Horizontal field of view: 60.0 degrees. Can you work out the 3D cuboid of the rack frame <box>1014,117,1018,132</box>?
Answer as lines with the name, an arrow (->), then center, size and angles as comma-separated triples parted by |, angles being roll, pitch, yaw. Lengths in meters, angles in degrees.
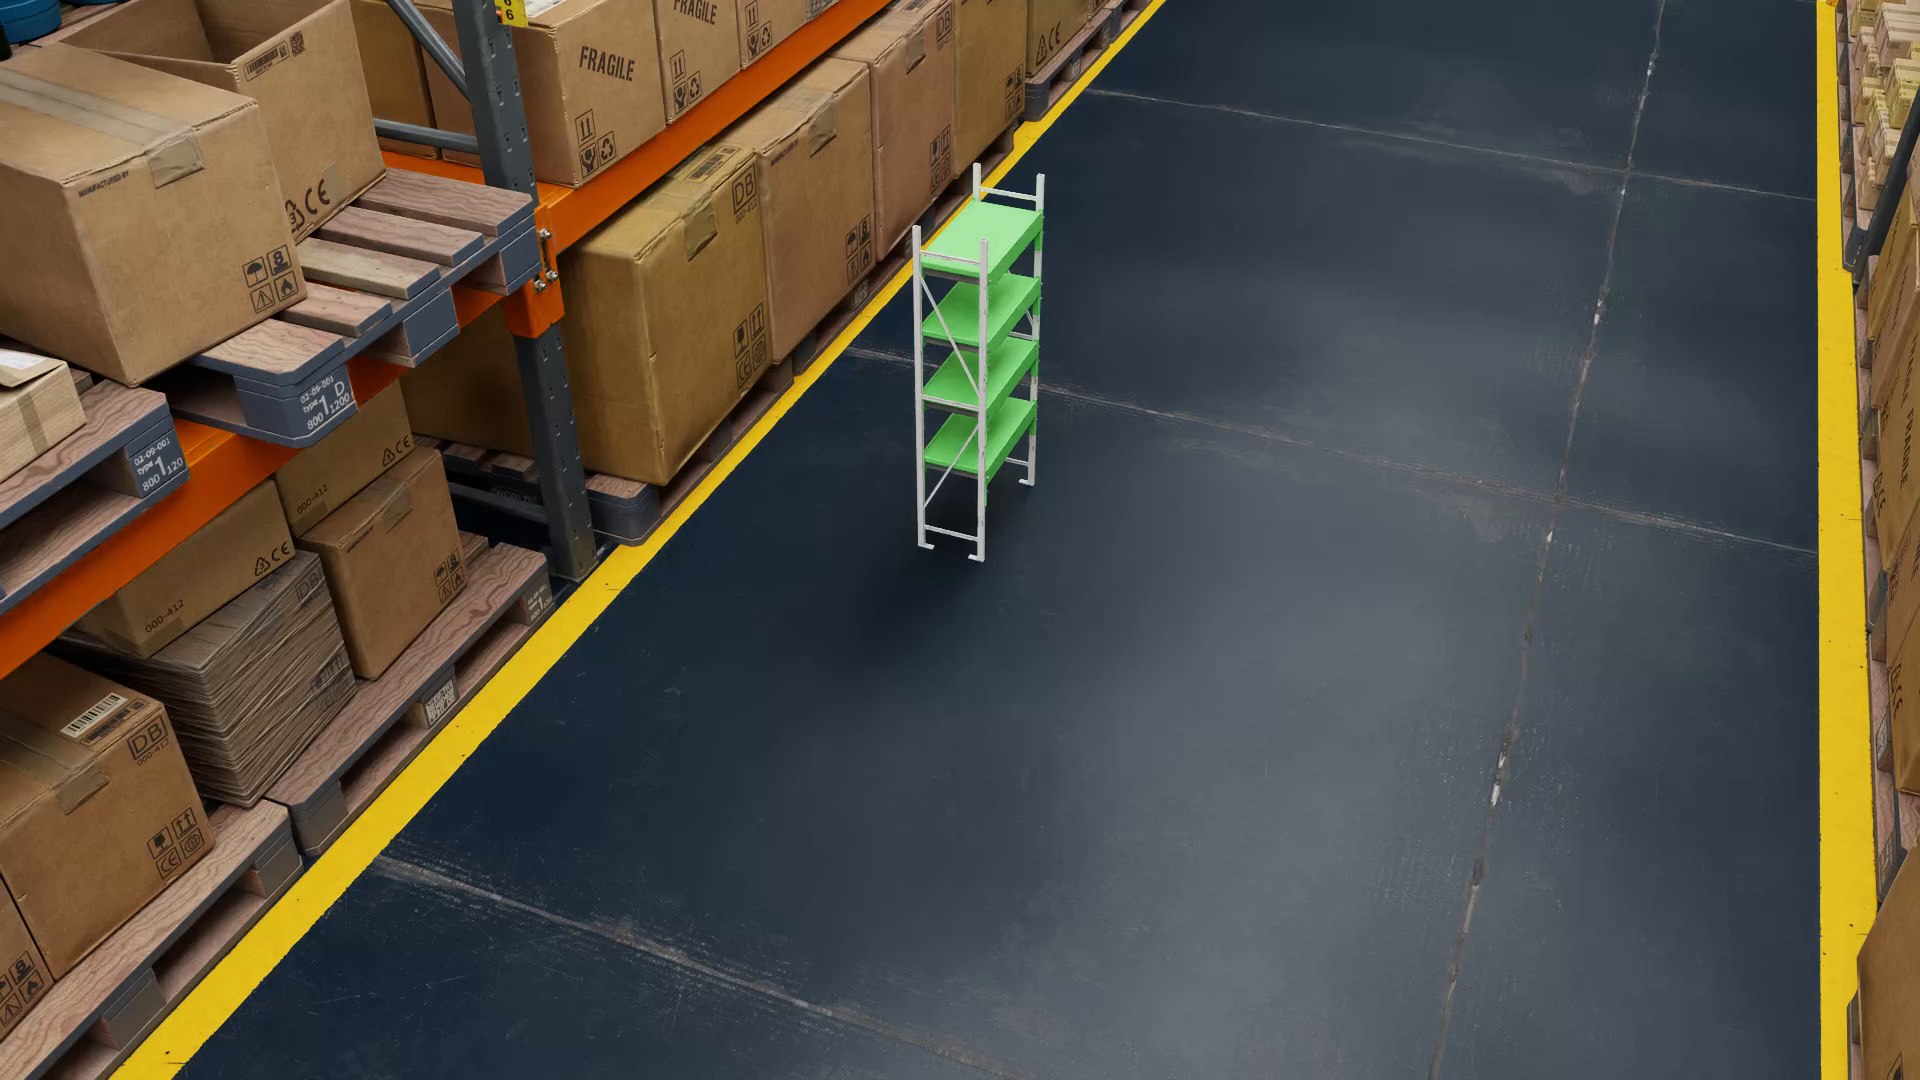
rack frame -> -0.185, -3.413, 7.810 | 1.000, 3.000, 0.127 | 14, 39, 18

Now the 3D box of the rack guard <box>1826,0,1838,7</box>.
rack guard -> 5.856, -3.398, 9.879 | 1.175, 0.500, 0.348 | 14, 39, 18

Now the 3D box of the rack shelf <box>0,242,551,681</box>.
rack shelf -> -2.468, 0.197, 3.581 | 1.077, 0.370, 4.000 | 14, 39, 18

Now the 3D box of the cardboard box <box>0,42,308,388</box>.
cardboard box -> -1.996, -0.766, 3.836 | 0.700, 0.500, 0.500 | 20, 41, 24

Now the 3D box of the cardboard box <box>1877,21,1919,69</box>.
cardboard box -> 4.595, -2.335, 7.901 | 0.380, 0.149, 0.250 | 12, 38, 16

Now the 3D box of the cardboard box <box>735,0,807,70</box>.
cardboard box -> -0.885, -2.016, 5.858 | 0.500, 0.500, 0.500 | 13, 39, 17

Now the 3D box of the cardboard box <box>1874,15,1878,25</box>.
cardboard box -> 5.070, -2.669, 8.845 | 0.380, 0.149, 0.250 | 14, 39, 18

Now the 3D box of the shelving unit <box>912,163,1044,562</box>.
shelving unit -> 0.063, -0.572, 5.513 | 0.258, 1.200, 0.503 | 14, 39, 18

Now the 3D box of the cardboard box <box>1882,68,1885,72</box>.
cardboard box -> 4.752, -2.330, 8.144 | 0.380, 0.149, 0.250 | 12, 38, 16

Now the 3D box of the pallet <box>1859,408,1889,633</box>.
pallet -> 3.605, -0.001, 5.575 | 1.003, 0.211, 1.213 | 14, 39, 18

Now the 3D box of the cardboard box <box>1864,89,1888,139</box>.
cardboard box -> 4.366, -1.924, 7.601 | 0.380, 0.149, 0.250 | 13, 39, 16

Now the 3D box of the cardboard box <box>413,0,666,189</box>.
cardboard box -> -1.271, -1.445, 5.095 | 0.500, 0.500, 0.500 | 15, 39, 19

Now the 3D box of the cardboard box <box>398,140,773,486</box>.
cardboard box -> -1.426, -0.893, 5.863 | 1.225, 0.875, 0.875 | 12, 38, 16

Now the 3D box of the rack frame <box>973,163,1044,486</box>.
rack frame -> 0.156, -0.707, 5.694 | 0.240, 1.200, 0.015 | 14, 39, 18

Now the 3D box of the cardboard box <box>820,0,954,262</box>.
cardboard box -> -0.750, -1.876, 7.178 | 1.225, 0.875, 0.875 | 13, 39, 16

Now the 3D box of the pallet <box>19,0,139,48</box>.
pallet -> -5.098, -3.006, 9.596 | 1.003, 0.211, 1.213 | 14, 39, 18

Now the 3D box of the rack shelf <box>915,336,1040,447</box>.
rack shelf -> 0.063, -0.521, 5.552 | 0.258, 0.148, 0.480 | 14, 39, 18

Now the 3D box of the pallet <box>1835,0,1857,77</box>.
pallet -> 5.514, -2.841, 9.374 | 1.003, 0.211, 1.213 | 14, 39, 18

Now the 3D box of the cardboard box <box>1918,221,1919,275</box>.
cardboard box -> 3.637, -1.050, 5.760 | 0.500, 0.250, 0.500 | 15, 39, 19

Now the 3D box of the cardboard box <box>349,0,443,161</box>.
cardboard box -> -1.749, -1.568, 5.259 | 0.500, 0.500, 0.500 | 15, 39, 19

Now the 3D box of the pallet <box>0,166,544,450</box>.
pallet -> -1.880, -0.702, 4.344 | 1.213, 0.211, 1.003 | 14, 39, 18

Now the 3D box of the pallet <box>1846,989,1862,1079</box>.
pallet -> 2.471, 1.524, 3.535 | 1.003, 0.211, 1.213 | 14, 39, 18

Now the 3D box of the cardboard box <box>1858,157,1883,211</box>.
cardboard box -> 4.197, -1.548, 7.346 | 0.380, 0.149, 0.250 | 14, 39, 18

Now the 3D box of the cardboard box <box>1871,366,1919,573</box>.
cardboard box -> 3.237, -0.186, 5.231 | 0.500, 0.500, 0.500 | 12, 38, 16

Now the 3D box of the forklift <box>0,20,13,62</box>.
forklift -> -3.692, -1.241, 4.962 | 1.130, 2.935, 3.031 | 15, 39, 19

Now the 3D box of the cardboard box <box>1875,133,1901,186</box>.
cardboard box -> 4.189, -1.619, 7.193 | 0.380, 0.149, 0.250 | 15, 39, 19

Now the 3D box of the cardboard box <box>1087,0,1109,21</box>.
cardboard box -> 0.482, -3.575, 9.452 | 0.875, 0.875, 0.875 | 14, 39, 18

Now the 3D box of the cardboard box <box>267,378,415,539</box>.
cardboard box -> -1.935, -0.296, 4.734 | 0.500, 0.250, 0.500 | 15, 39, 20

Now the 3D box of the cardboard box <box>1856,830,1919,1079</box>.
cardboard box -> 2.526, 1.037, 3.385 | 1.050, 0.750, 0.750 | 13, 39, 17

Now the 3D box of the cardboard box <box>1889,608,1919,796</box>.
cardboard box -> 2.850, 0.397, 4.451 | 0.500, 0.500, 0.500 | 14, 39, 18

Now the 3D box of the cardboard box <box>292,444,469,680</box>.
cardboard box -> -1.944, 0.002, 4.962 | 0.700, 0.500, 0.500 | 12, 38, 15

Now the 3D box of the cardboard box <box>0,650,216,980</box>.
cardboard box -> -2.352, 0.628, 4.125 | 0.700, 0.500, 0.500 | 17, 40, 21

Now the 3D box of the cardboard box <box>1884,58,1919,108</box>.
cardboard box -> 4.406, -2.038, 7.504 | 0.380, 0.149, 0.250 | 13, 39, 17

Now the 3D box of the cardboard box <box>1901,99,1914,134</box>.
cardboard box -> 4.258, -1.748, 7.116 | 0.380, 0.149, 0.250 | 15, 39, 19

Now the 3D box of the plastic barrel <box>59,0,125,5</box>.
plastic barrel -> -4.989, -3.571, 9.425 | 0.600, 0.901, 0.708 | 14, 39, 18

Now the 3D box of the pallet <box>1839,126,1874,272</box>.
pallet -> 4.586, -1.490, 7.567 | 1.003, 0.211, 1.213 | 14, 39, 18

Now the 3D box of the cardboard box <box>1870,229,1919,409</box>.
cardboard box -> 3.637, -0.752, 5.988 | 0.500, 0.500, 0.500 | 16, 40, 20

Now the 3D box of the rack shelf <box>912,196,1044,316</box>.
rack shelf -> 0.063, -0.906, 5.264 | 0.258, 0.148, 0.480 | 14, 39, 18

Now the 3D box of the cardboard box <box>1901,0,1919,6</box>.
cardboard box -> 4.882, -2.599, 8.256 | 0.380, 0.149, 0.250 | 14, 39, 18

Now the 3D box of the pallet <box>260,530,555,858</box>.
pallet -> -2.006, 0.351, 5.104 | 1.003, 0.211, 1.213 | 14, 39, 18

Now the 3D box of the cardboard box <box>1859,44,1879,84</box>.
cardboard box -> 4.813, -2.391, 8.474 | 0.380, 0.149, 0.250 | 14, 39, 18

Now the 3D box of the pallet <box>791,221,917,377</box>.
pallet -> -0.872, -1.174, 7.144 | 1.003, 0.211, 1.213 | 14, 39, 18

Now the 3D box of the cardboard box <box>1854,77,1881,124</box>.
cardboard box -> 4.591, -2.121, 8.113 | 0.380, 0.149, 0.250 | 14, 39, 18

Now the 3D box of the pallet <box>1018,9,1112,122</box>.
pallet -> 0.176, -2.699, 9.185 | 1.003, 0.211, 1.213 | 14, 39, 18
